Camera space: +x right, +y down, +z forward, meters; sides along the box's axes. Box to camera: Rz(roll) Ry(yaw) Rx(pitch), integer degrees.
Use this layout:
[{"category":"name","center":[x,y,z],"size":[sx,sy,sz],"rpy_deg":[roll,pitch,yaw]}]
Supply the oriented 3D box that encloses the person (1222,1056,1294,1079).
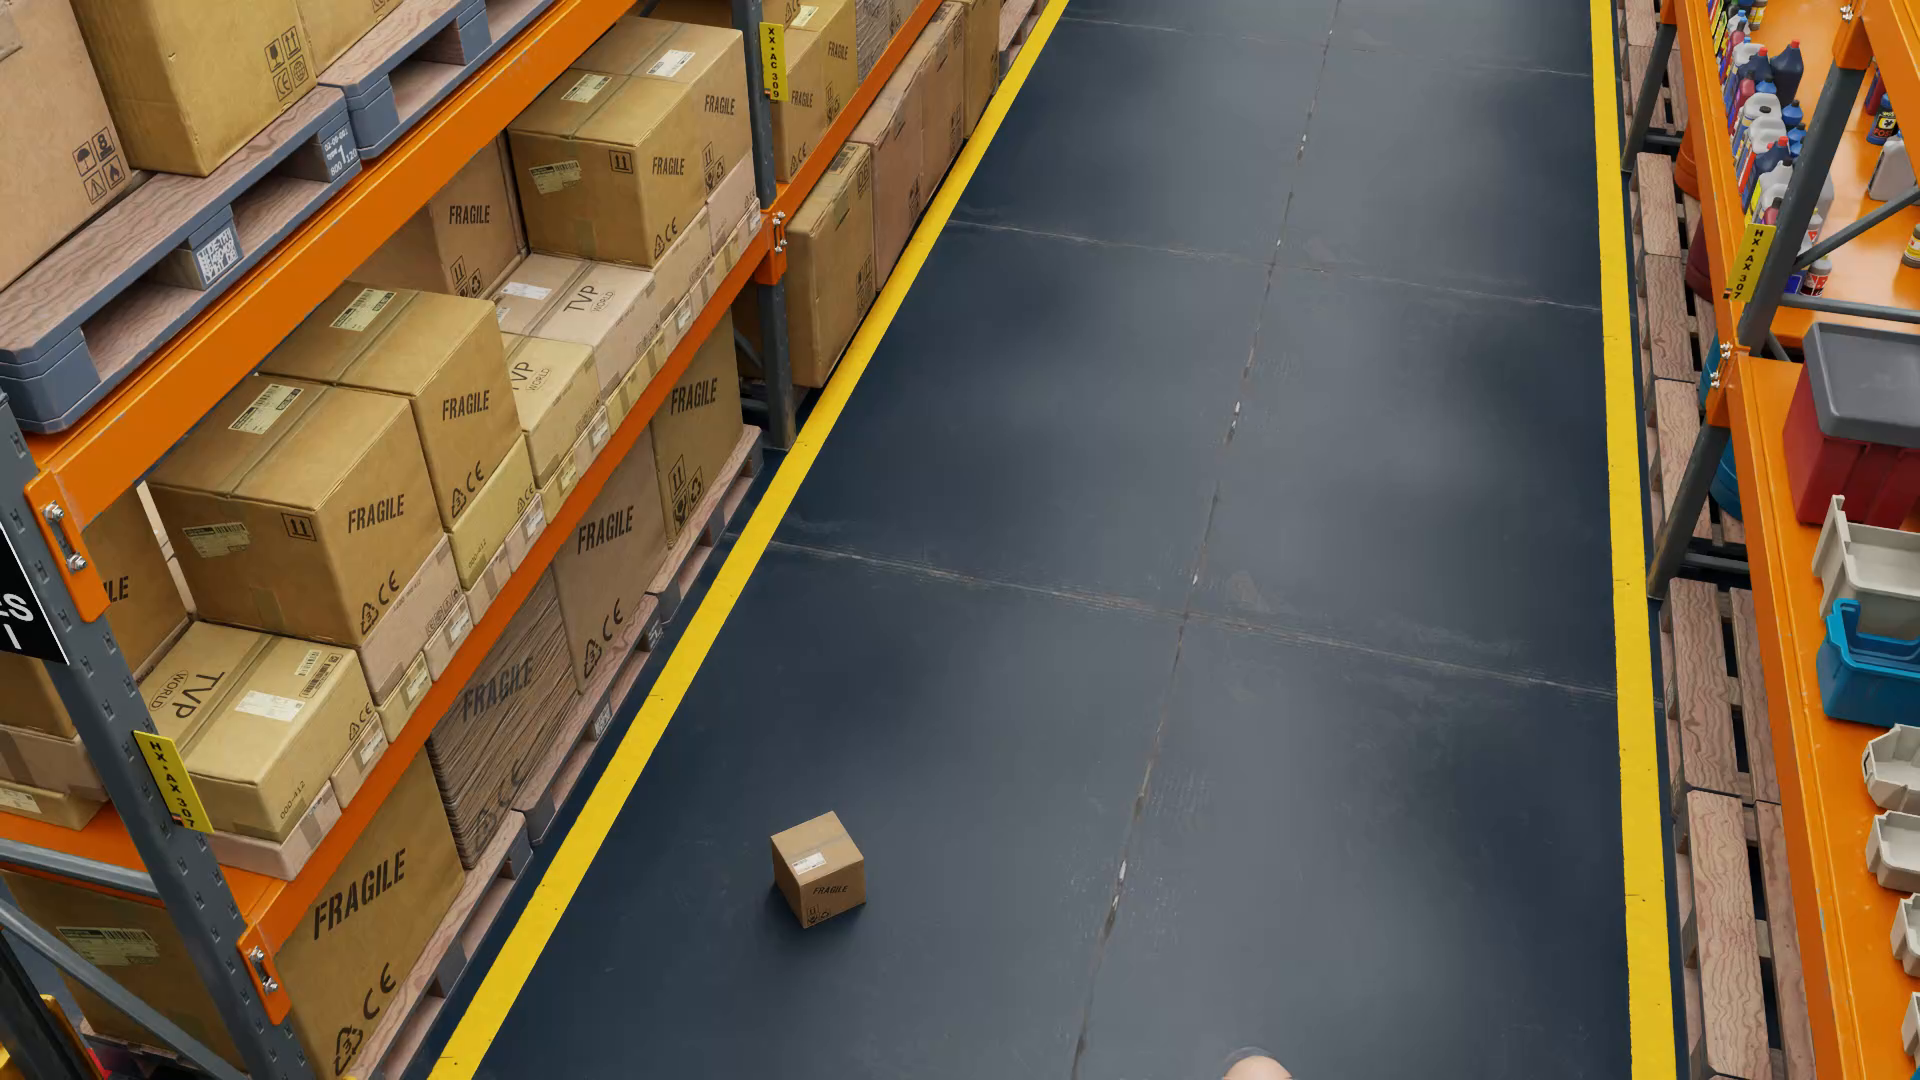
[{"category":"person","center":[0.654,1.847,3.989],"size":[0.579,1.800,0.510],"rpy_deg":[-19,44,-21]}]
